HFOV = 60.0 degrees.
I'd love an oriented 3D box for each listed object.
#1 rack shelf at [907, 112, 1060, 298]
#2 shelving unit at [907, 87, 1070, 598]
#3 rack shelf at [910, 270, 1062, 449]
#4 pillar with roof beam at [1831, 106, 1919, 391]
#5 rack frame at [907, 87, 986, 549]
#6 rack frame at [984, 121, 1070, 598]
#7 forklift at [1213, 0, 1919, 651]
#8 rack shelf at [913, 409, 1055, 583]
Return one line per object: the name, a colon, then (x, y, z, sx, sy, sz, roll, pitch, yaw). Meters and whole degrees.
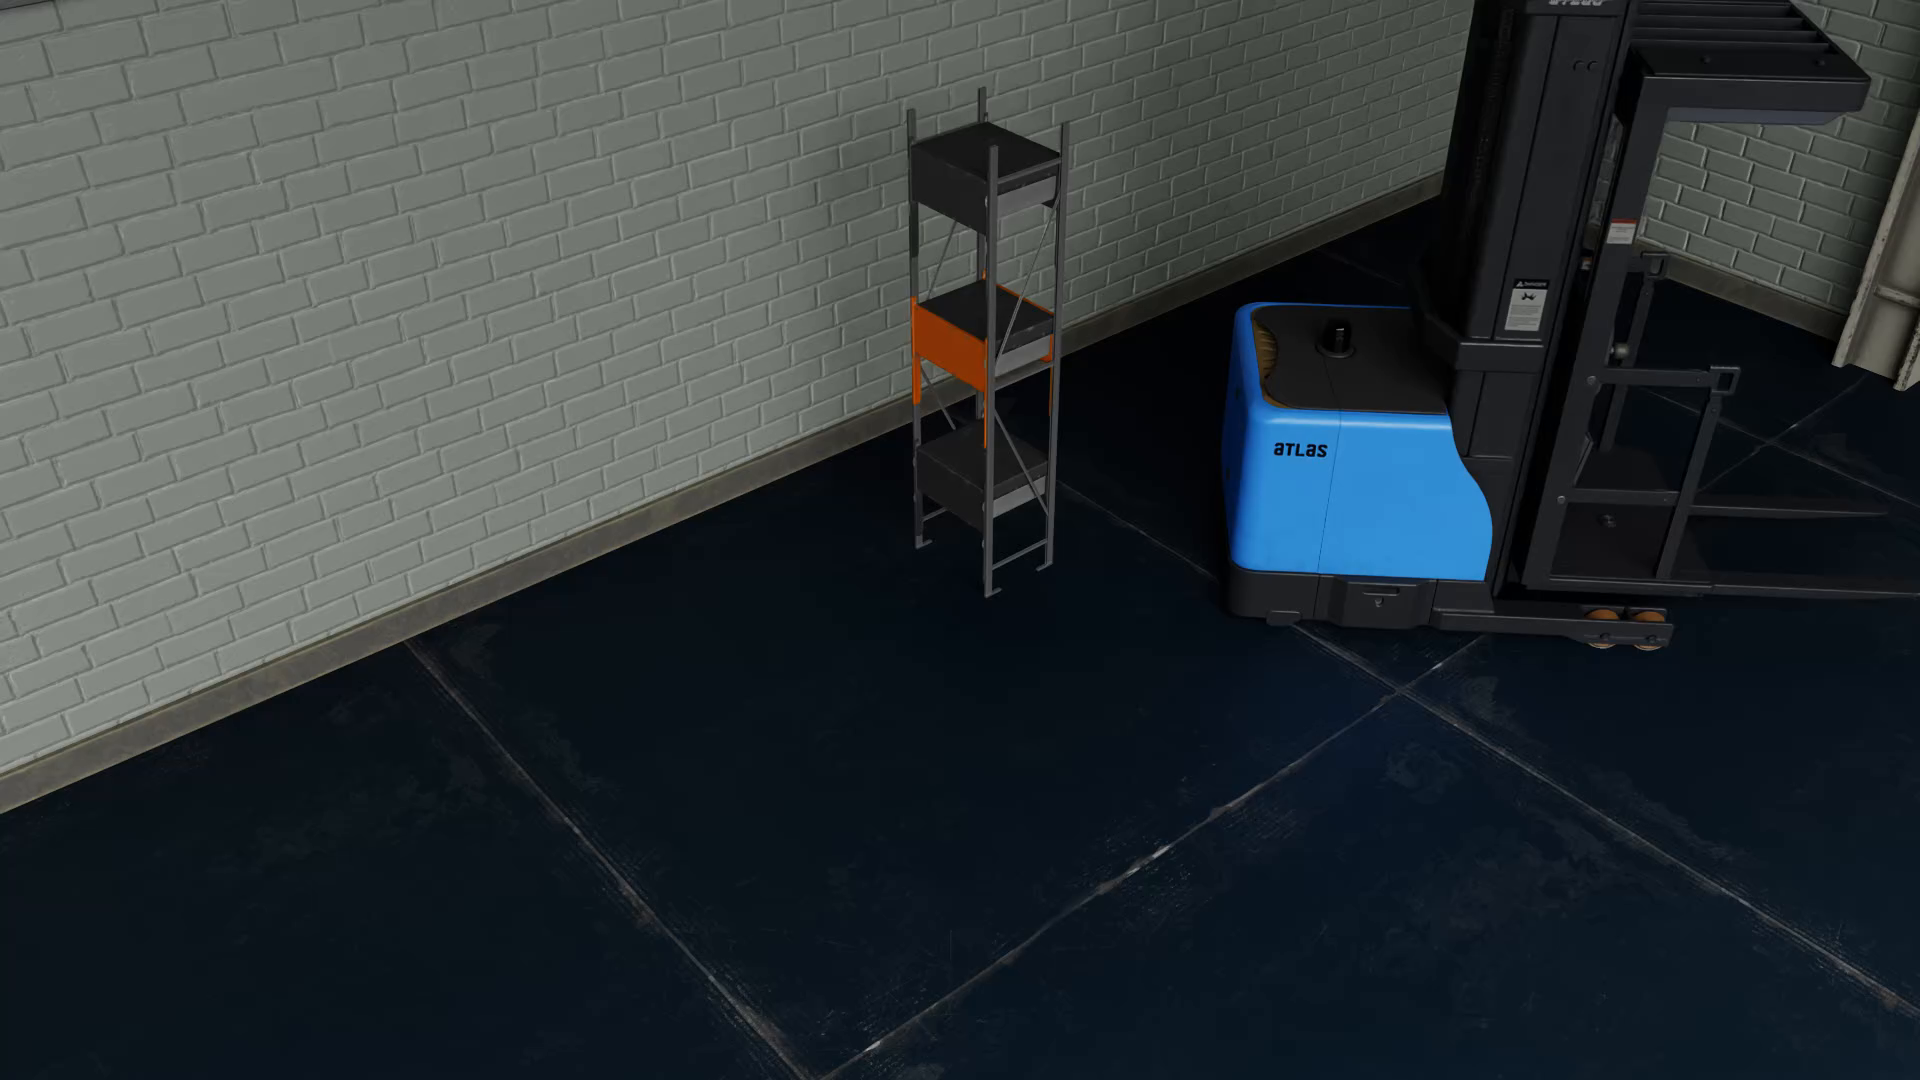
rack shelf: (0.107, -1.344, 6.643, 0.431, 0.518, 0.480, -26, 43, -32)
shelving unit: (0.107, -0.784, 7.040, 0.431, 2.100, 0.503, -26, 43, -32)
rack shelf: (0.107, -0.773, 7.048, 0.431, 0.518, 0.480, -26, 43, -32)
pillar with roof beam: (1.727, -3.002, 4.203, 9.100, 9.000, 0.400, -26, 43, -32)
rack frame: (-0.051, -0.892, 7.192, 0.400, 2.100, 0.015, -26, 43, -32)
rack frame: (0.264, -0.676, 6.888, 0.400, 2.100, 0.015, -26, 43, -32)
forklift: (2.686, -1.046, 6.691, 3.031, 2.935, 1.130, 2, 35, 4)
rack shelf: (0.107, -0.201, 7.452, 0.431, 0.518, 0.480, -26, 43, -32)
